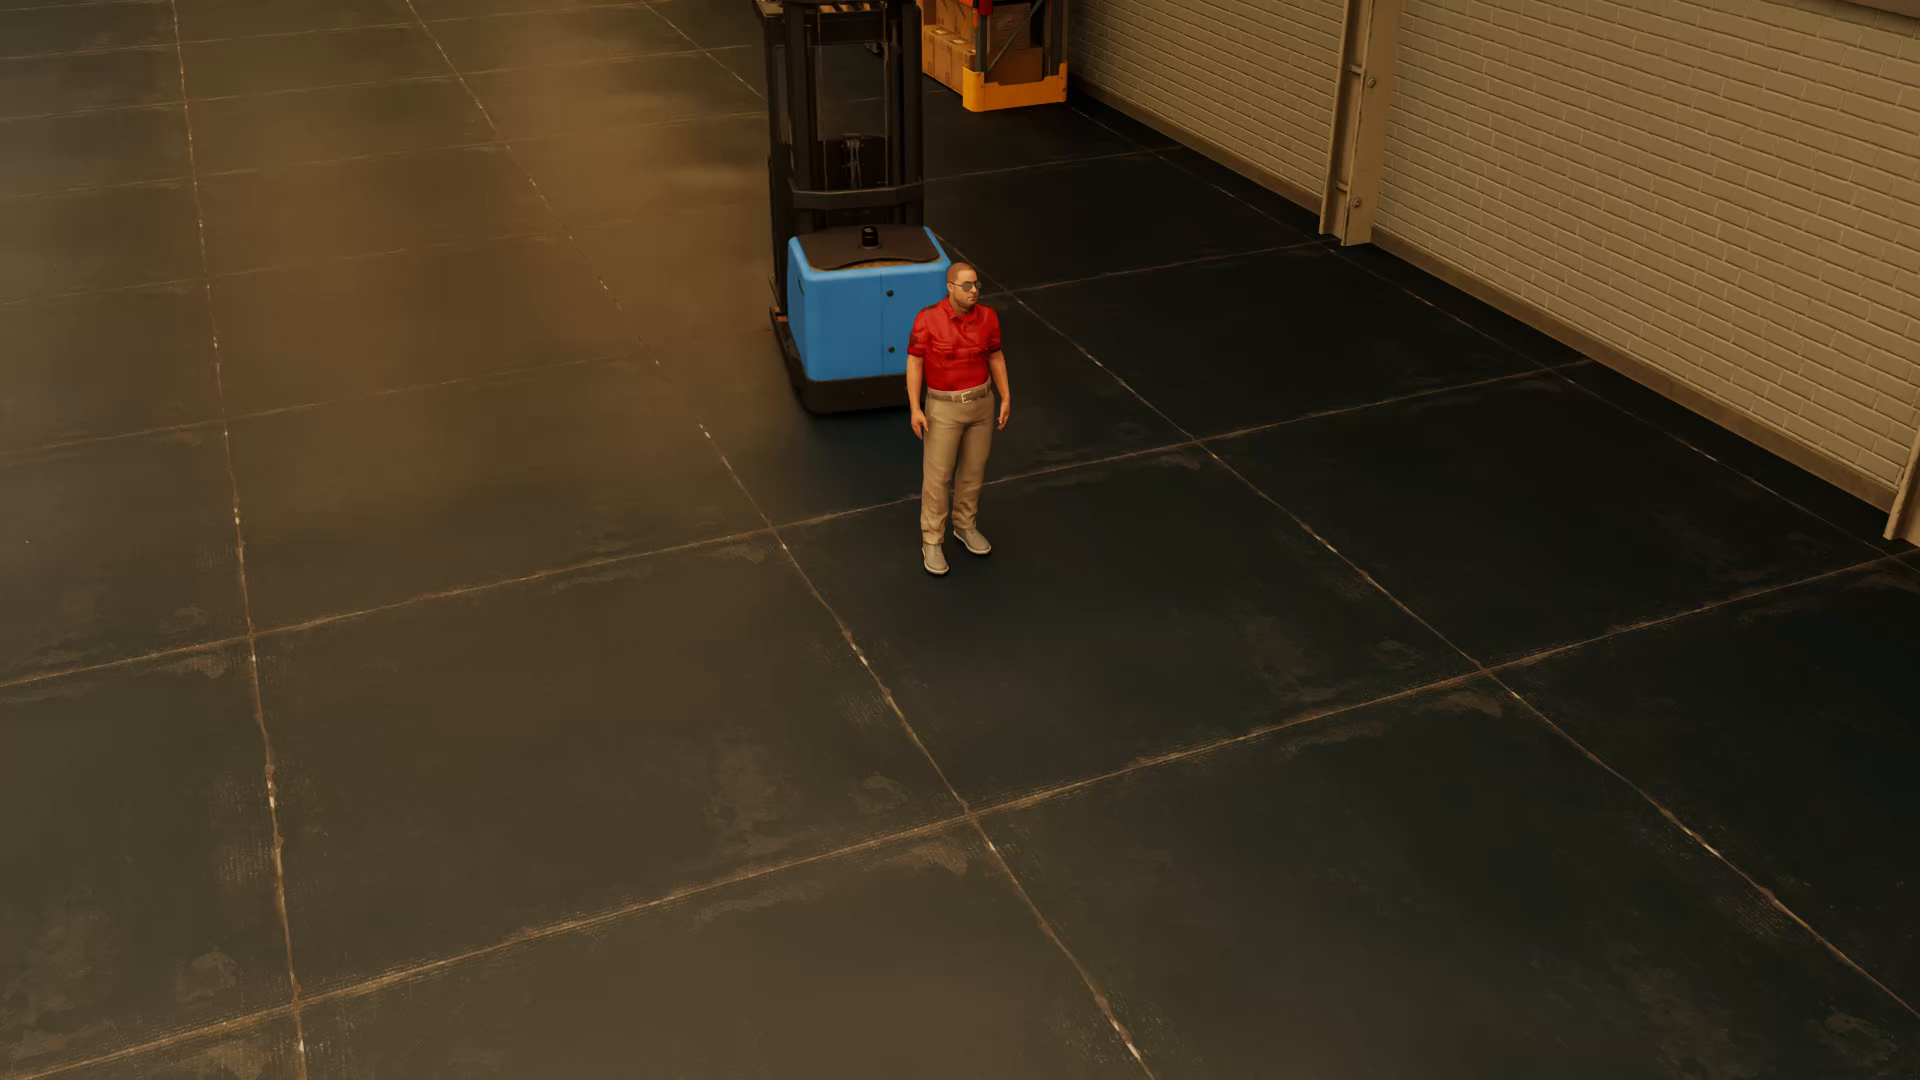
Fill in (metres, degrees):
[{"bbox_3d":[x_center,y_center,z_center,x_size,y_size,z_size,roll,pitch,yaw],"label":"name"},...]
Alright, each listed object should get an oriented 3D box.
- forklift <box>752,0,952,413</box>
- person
[{"bbox_3d":[-0.861,-2.861,12.124,1.130,2.935,3.031,-6,30,-11],"label":"forklift"},{"bbox_3d":[0.025,-0.714,9.564,0.641,1.728,0.550,-12,32,-20],"label":"person"}]
